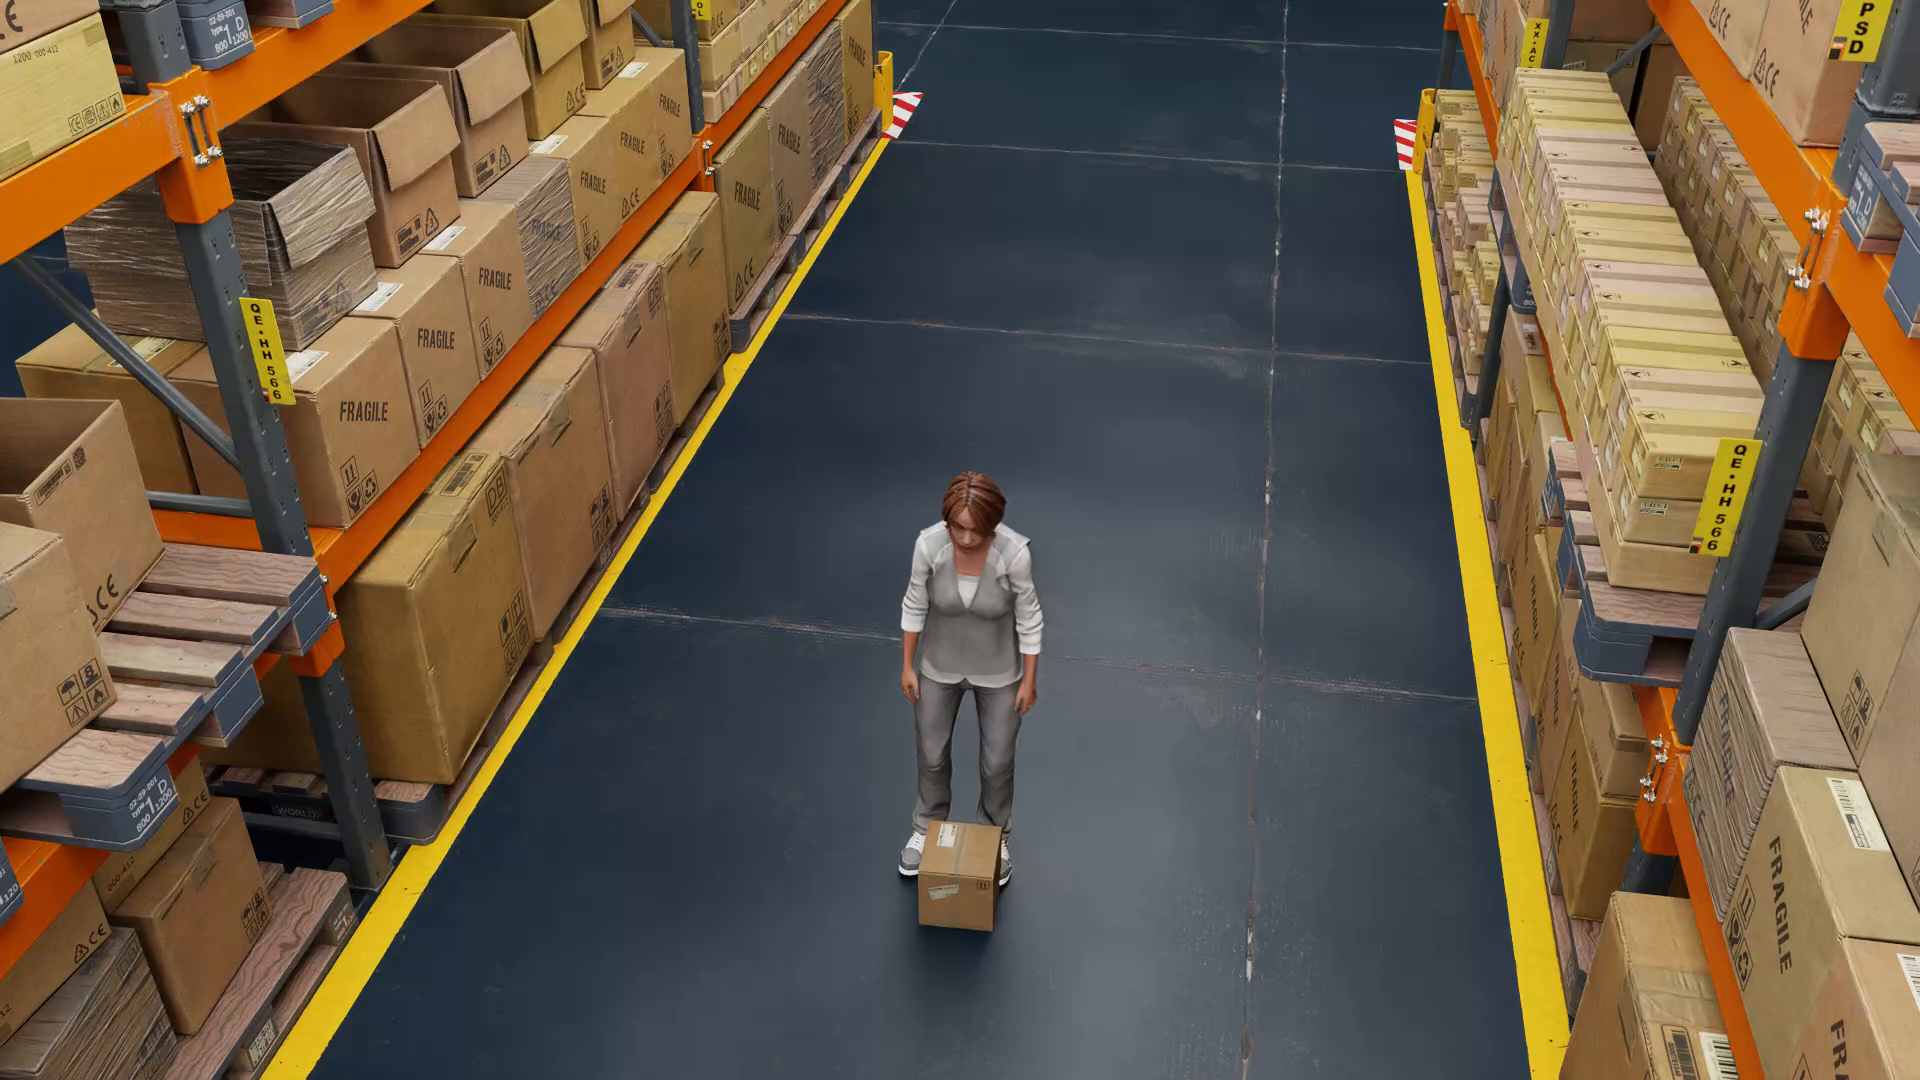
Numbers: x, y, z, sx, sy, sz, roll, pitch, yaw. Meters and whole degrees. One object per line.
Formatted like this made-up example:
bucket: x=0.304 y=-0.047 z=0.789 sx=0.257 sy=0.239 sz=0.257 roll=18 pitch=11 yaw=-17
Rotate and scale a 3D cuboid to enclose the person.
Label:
person: x=0.027 y=0.450 z=5.462 sx=0.457 sy=1.581 sz=0.348 roll=5 pitch=33 yaw=8
